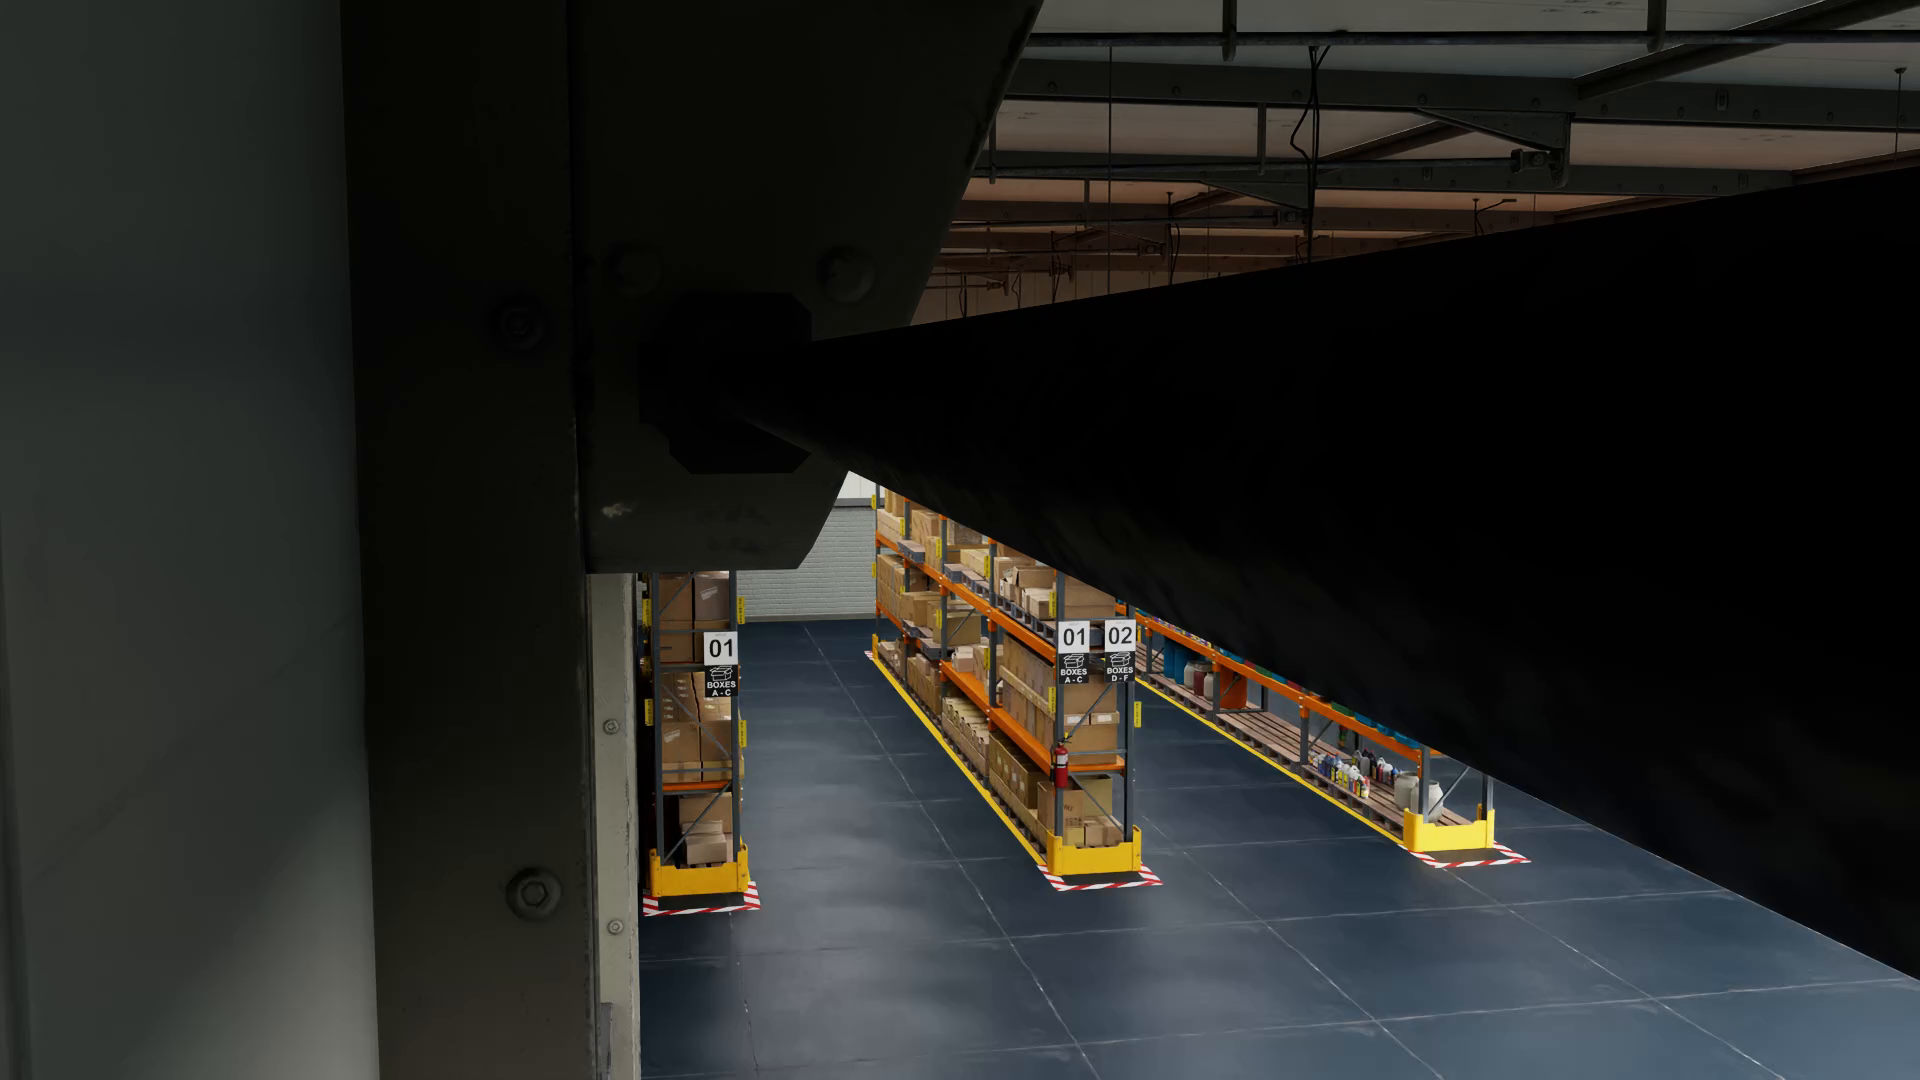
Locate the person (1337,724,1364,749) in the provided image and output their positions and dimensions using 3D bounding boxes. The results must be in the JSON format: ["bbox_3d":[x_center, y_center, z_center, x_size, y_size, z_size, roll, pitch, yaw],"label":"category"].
[{"bbox_3d":[6.541,2.577,27.818,0.386,1.795,0.590,-5,8,-43],"label":"person"}]
